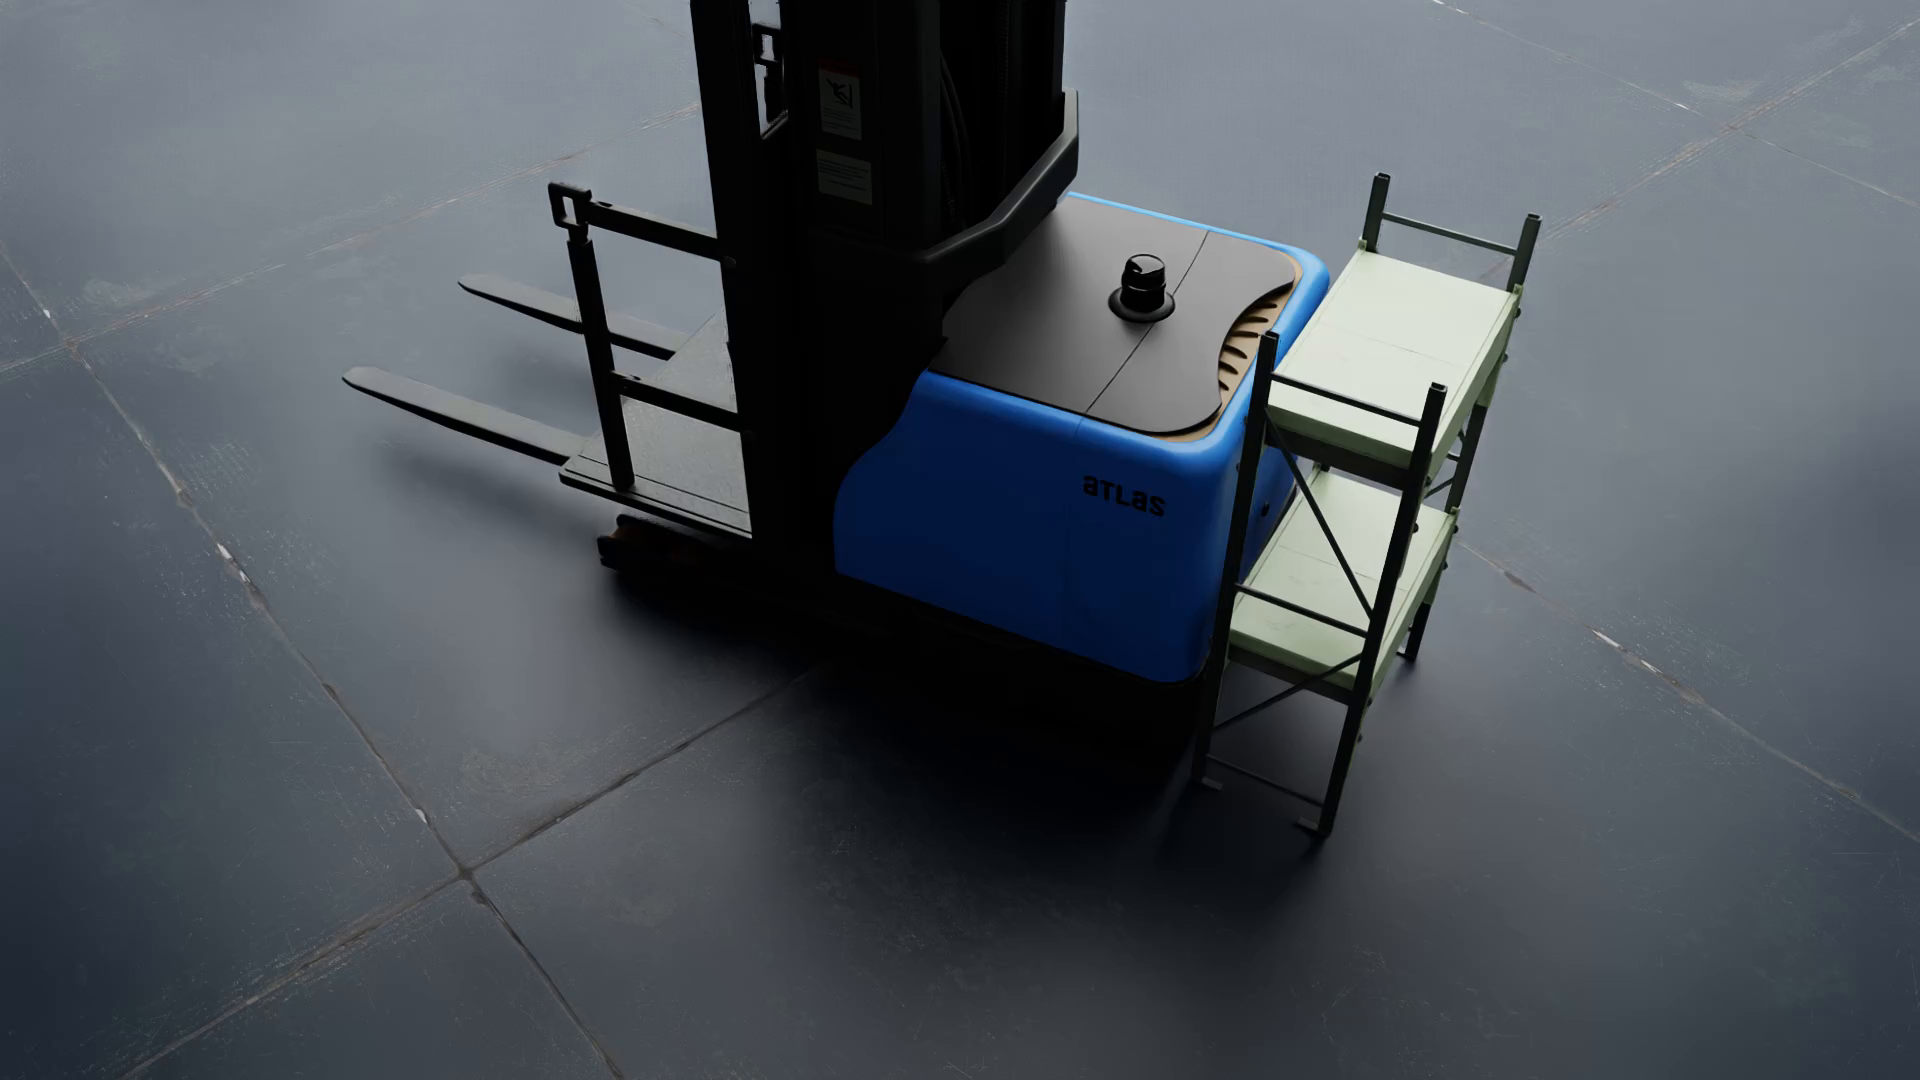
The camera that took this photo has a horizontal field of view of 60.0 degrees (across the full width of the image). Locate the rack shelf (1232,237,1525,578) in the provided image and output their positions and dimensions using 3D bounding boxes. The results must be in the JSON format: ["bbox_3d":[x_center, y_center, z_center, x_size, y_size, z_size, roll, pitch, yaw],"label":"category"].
[{"bbox_3d":[0.993,-0.332,3.935,0.431,0.370,0.720,21,47,20],"label":"rack shelf"}]

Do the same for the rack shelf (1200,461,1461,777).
[{"bbox_3d":[0.989,0.189,4.427,0.431,0.370,0.720,21,47,20],"label":"rack shelf"}]

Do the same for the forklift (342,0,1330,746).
[{"bbox_3d":[-0.538,-1.201,4.388,3.031,2.935,1.130,18,46,18],"label":"forklift"}]

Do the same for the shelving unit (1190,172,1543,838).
[{"bbox_3d":[0.991,-0.048,4.203,0.431,1.500,0.755,21,47,20],"label":"shelving unit"}]

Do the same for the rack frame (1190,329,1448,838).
[{"bbox_3d":[0.812,0.171,3.970,0.400,1.500,0.023,21,47,20],"label":"rack frame"}]

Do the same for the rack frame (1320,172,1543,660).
[{"bbox_3d":[1.169,-0.267,4.436,0.400,1.500,0.023,21,47,20],"label":"rack frame"}]
